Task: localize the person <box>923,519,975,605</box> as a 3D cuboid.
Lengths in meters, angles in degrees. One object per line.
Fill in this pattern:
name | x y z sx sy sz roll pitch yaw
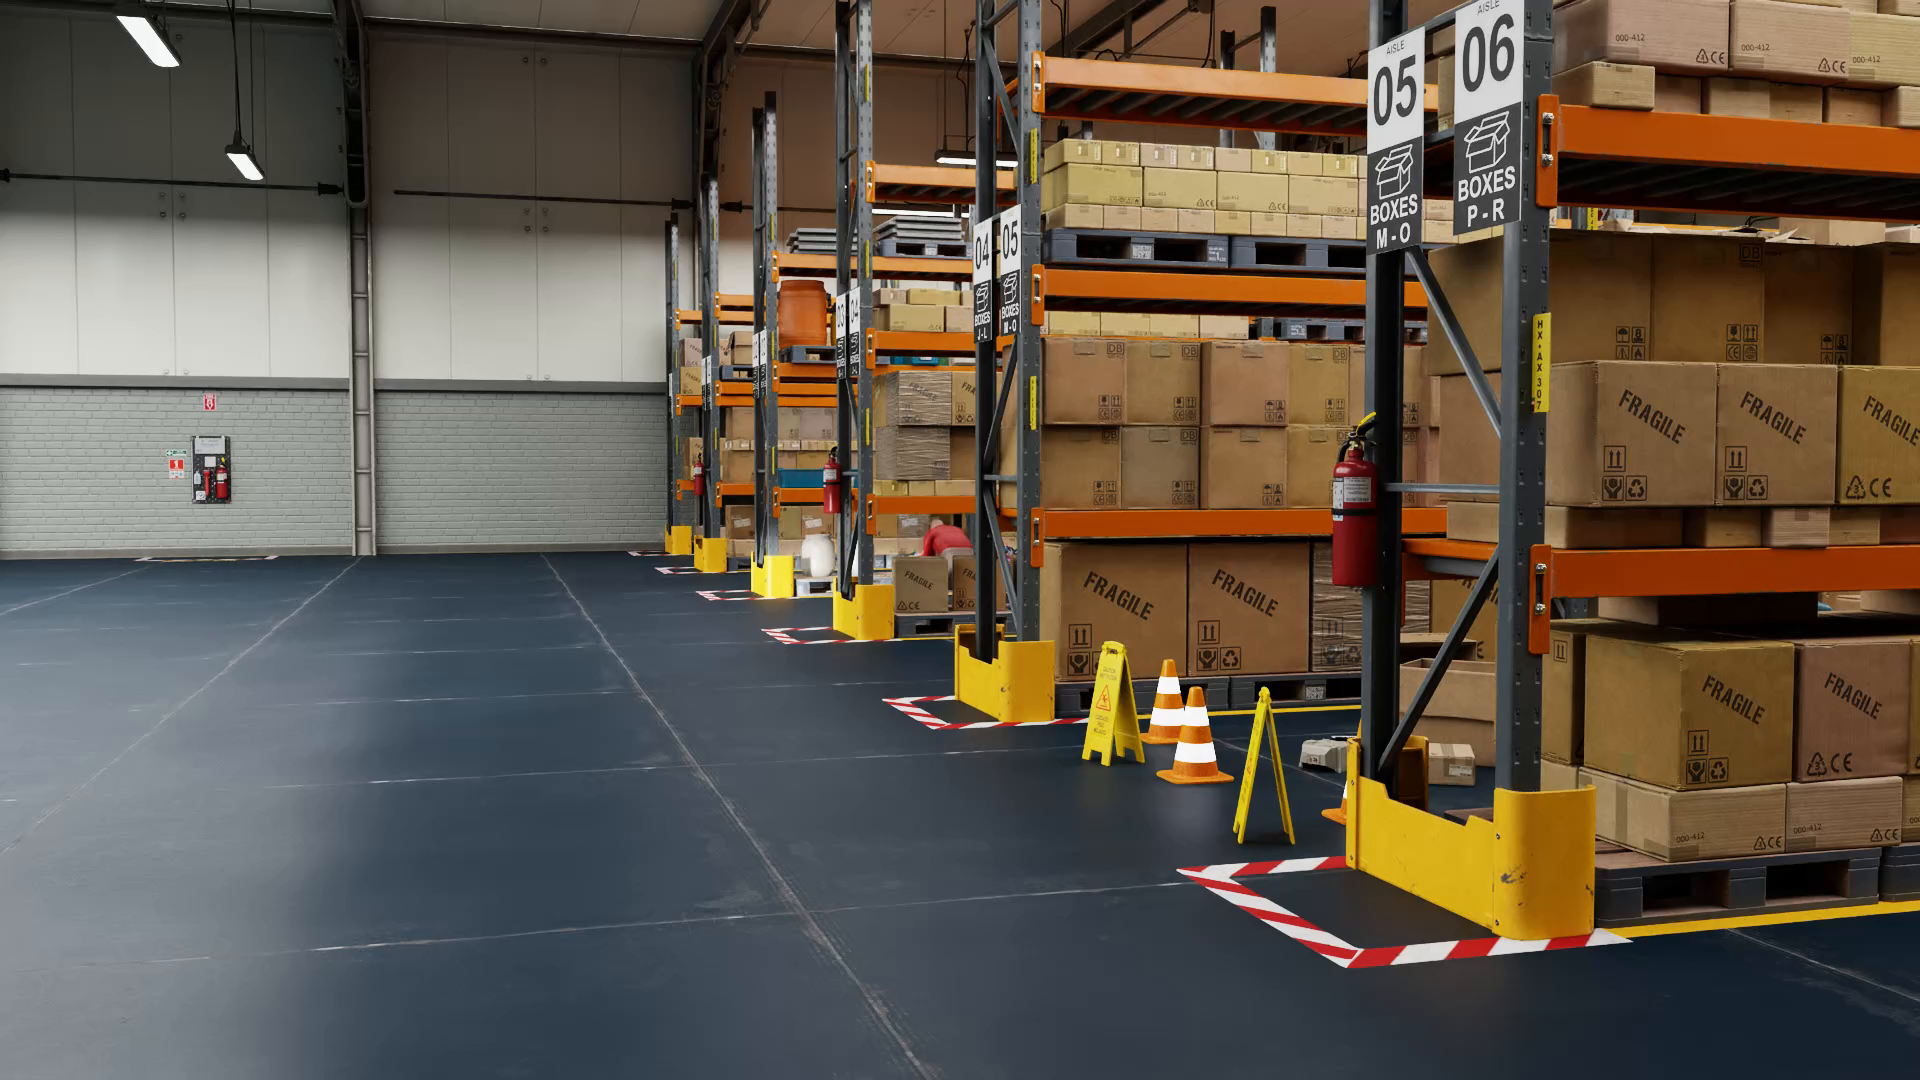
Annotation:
person | -0.121 0.273 18.389 0.522 0.984 0.894 -1 3 -18
